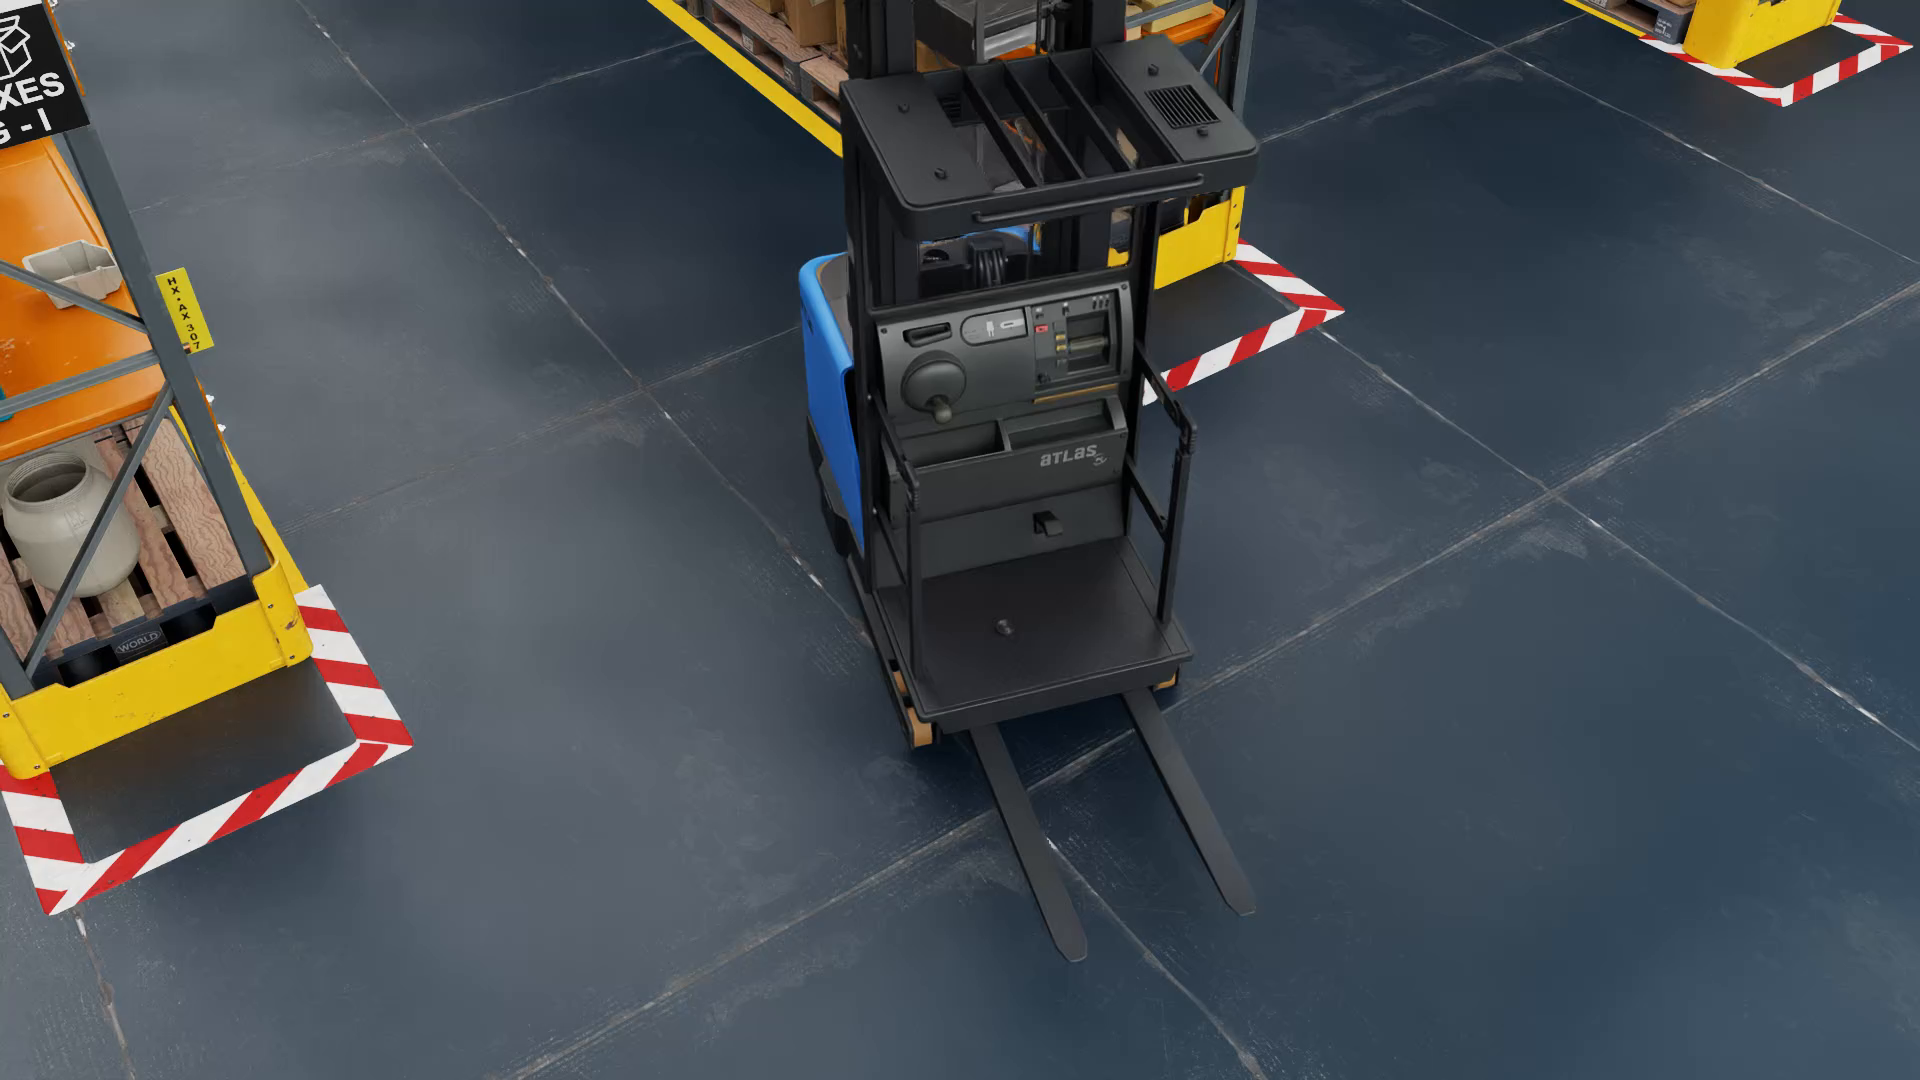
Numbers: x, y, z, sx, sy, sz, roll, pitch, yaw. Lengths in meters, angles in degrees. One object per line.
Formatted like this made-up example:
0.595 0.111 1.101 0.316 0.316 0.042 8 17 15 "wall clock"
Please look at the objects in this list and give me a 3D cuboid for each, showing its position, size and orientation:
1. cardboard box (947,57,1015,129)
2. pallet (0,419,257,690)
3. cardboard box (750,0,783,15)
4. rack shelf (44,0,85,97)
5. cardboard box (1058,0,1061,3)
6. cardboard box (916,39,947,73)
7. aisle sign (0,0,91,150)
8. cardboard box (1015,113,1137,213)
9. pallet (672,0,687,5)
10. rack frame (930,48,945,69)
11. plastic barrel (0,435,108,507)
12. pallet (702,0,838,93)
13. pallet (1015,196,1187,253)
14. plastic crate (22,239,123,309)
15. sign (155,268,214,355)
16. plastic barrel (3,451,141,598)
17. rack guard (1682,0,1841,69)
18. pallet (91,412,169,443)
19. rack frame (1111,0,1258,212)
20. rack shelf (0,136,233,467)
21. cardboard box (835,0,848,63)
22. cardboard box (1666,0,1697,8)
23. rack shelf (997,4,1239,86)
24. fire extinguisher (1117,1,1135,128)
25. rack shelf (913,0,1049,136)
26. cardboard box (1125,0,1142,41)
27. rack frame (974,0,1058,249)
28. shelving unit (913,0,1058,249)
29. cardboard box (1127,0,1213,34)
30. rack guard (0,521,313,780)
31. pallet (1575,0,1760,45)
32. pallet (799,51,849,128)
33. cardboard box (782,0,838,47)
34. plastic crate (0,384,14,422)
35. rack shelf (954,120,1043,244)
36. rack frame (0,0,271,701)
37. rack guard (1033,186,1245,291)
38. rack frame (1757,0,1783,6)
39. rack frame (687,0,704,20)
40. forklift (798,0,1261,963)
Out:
0.245 -2.354 9.041 0.500 0.500 0.500 -14 45 -14 "cardboard box"
-3.647 0.058 7.028 1.003 0.211 1.213 -26 49 -24 "pallet"
-1.134 -3.692 10.442 0.500 0.500 0.500 -27 50 -26 "cardboard box"
-4.248 -2.422 5.954 1.077 0.370 4.000 -26 49 -24 "rack shelf"
0.666 -2.887 7.805 0.875 0.500 0.500 -26 49 -24 "cardboard box"
-0.098 -2.716 9.420 0.500 0.500 0.500 -21 48 -21 "cardboard box"
-2.823 -1.480 4.736 0.394 0.787 0.004 -26 49 -24 "aisle sign"
0.615 -2.029 8.700 0.500 0.500 0.500 -17 46 -17 "cardboard box"
-1.777 -4.118 11.402 1.003 0.211 1.213 -26 49 -24 "pallet"
-0.058 -1.705 7.506 0.400 2.100 0.015 -26 50 -25 "rack frame"
-3.830 -0.343 6.925 0.421 0.512 0.421 0 44 0 "plastic barrel"
-0.917 -3.311 10.557 1.003 0.211 1.213 -26 49 -24 "pallet"
0.479 -1.929 9.109 1.003 0.211 1.213 -26 49 -24 "pallet"
-3.352 -1.003 6.310 0.298 0.136 0.250 -26 49 -24 "plastic crate"
-2.650 -0.779 5.684 0.100 0.325 0.005 -26 49 -24 "sign"
-3.543 -0.059 6.628 0.421 0.512 0.421 0 44 0 "plastic barrel"
5.098 -3.405 10.446 1.175 0.500 0.348 -26 49 -24 "rack guard"
-4.340 -0.633 7.751 1.003 0.211 1.213 -26 49 -24 "pallet"
0.958 -2.421 7.605 1.000 3.000 0.127 -26 49 -24 "rack frame"
-4.248 -1.337 6.990 1.077 0.370 4.000 -26 49 -24 "rack shelf"
-0.381 -3.050 9.769 0.500 0.500 0.500 -30 51 -28 "cardboard box"
4.642 -4.064 10.561 0.875 0.875 0.875 -25 49 -24 "cardboard box"
-0.186 -3.293 9.039 1.077 0.370 4.000 -26 49 -24 "rack shelf"
0.646 -2.146 7.373 0.296 0.674 0.183 -26 49 -24 "fire extinguisher"
0.084 -2.064 6.888 0.431 0.518 0.480 -26 50 -25 "rack shelf"
0.626 -2.410 7.775 0.380 0.149 0.250 -26 49 -24 "cardboard box"
0.226 -1.430 7.219 0.400 2.100 0.015 -26 50 -25 "rack frame"
0.084 -1.568 7.362 0.431 2.100 0.503 -26 50 -25 "shelving unit"
0.991 -2.586 7.959 0.380 0.149 0.250 -26 49 -24 "cardboard box"
-3.186 0.415 6.444 1.175 0.500 0.348 -26 49 -24 "rack guard"
4.563 -3.736 11.002 1.003 0.211 1.213 -26 49 -24 "pallet"
-0.215 -2.620 9.832 1.003 0.211 1.213 -26 49 -24 "pallet"
-0.800 -3.370 10.105 0.500 0.500 0.500 -12 45 -12 "cardboard box"
-3.636 -0.576 5.779 0.499 0.251 0.616 -26 49 -24 "plastic crate"
0.084 -1.558 7.372 0.431 0.518 0.480 -26 50 -25 "rack shelf"
-3.104 -0.464 5.555 1.000 3.000 0.127 -26 49 -24 "rack frame"
0.915 -1.560 8.513 1.175 0.500 0.348 -26 49 -24 "rack guard"
5.084 -4.323 9.597 1.000 3.000 0.127 -26 49 -24 "rack frame"
-1.330 -4.686 9.978 1.000 3.000 0.127 -26 49 -24 "rack frame"
0.233 -0.577 5.723 1.130 2.935 3.031 -12 45 -12 "forklift"
